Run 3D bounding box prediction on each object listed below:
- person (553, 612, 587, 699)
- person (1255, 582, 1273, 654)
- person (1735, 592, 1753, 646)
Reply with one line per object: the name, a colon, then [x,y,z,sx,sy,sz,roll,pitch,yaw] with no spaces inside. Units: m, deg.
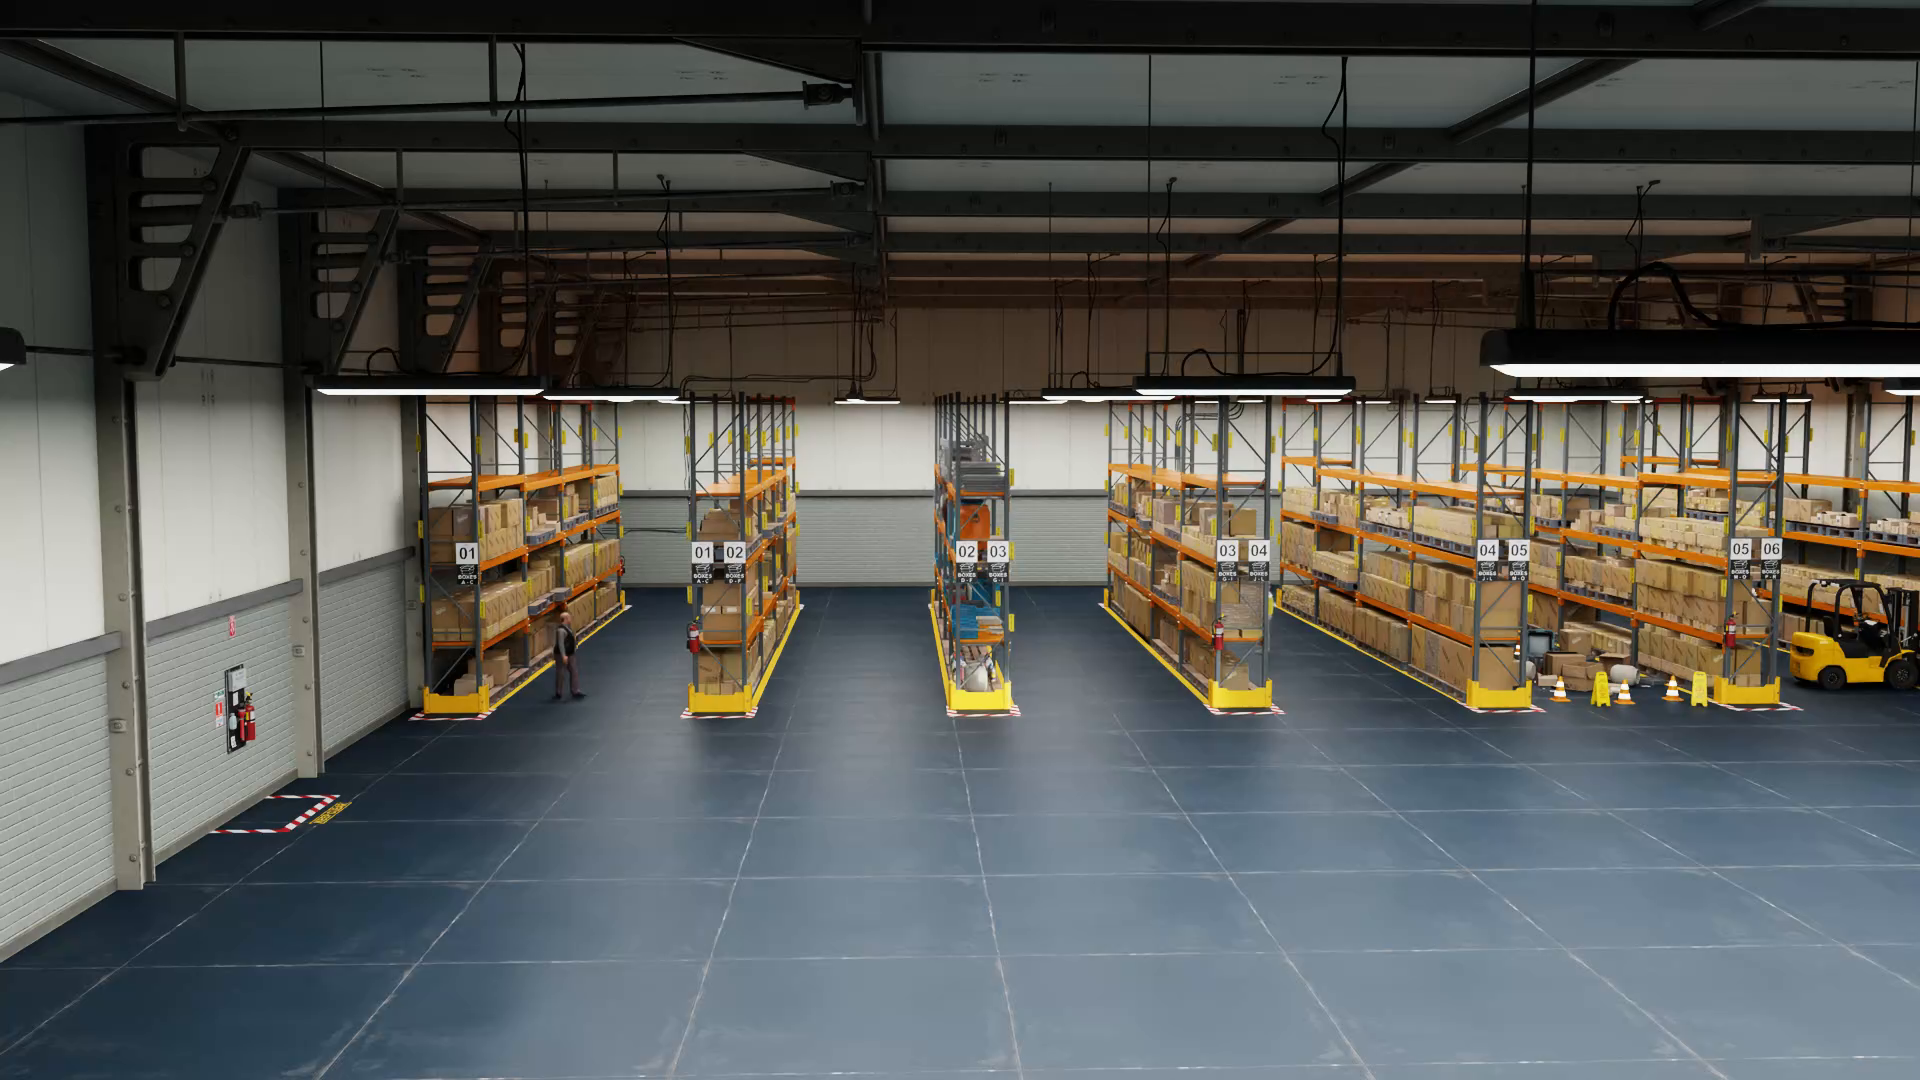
person: [-7.718,2.267,32.606,0.576,1.708,0.584,2,5,22]
person: [7.055,1.802,38.603,0.406,1.675,0.536,1,5,8]
person: [17.154,1.918,36.552,0.555,1.770,0.588,-4,6,-42]
